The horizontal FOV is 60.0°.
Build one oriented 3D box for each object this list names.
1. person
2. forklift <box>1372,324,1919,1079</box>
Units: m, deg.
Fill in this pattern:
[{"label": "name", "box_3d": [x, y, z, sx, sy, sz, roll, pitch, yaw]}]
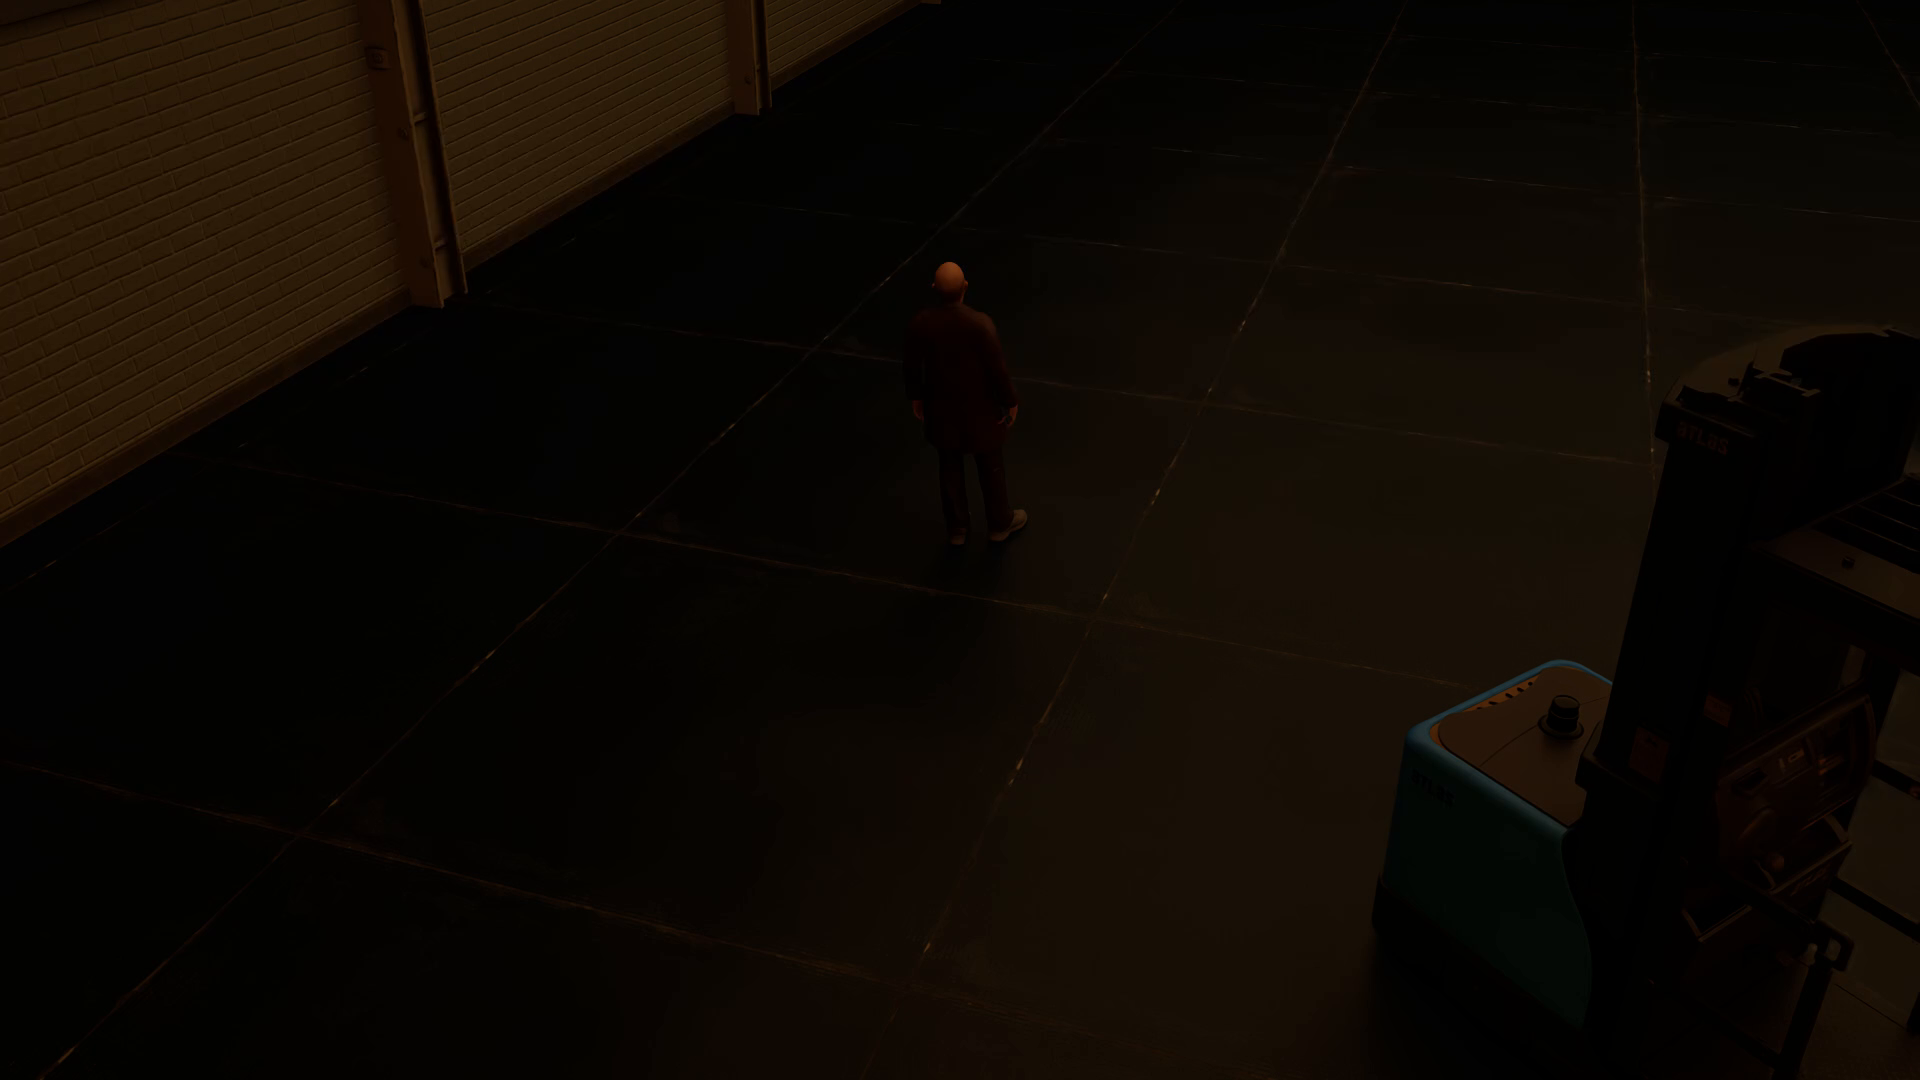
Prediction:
[{"label": "person", "box_3d": [0.034, -0.820, 9.726, 0.696, 1.775, 0.582, 10, 31, 16]}, {"label": "forklift", "box_3d": [3.000, 0.883, 5.588, 1.130, 2.935, 3.031, -19, 35, -29]}]
